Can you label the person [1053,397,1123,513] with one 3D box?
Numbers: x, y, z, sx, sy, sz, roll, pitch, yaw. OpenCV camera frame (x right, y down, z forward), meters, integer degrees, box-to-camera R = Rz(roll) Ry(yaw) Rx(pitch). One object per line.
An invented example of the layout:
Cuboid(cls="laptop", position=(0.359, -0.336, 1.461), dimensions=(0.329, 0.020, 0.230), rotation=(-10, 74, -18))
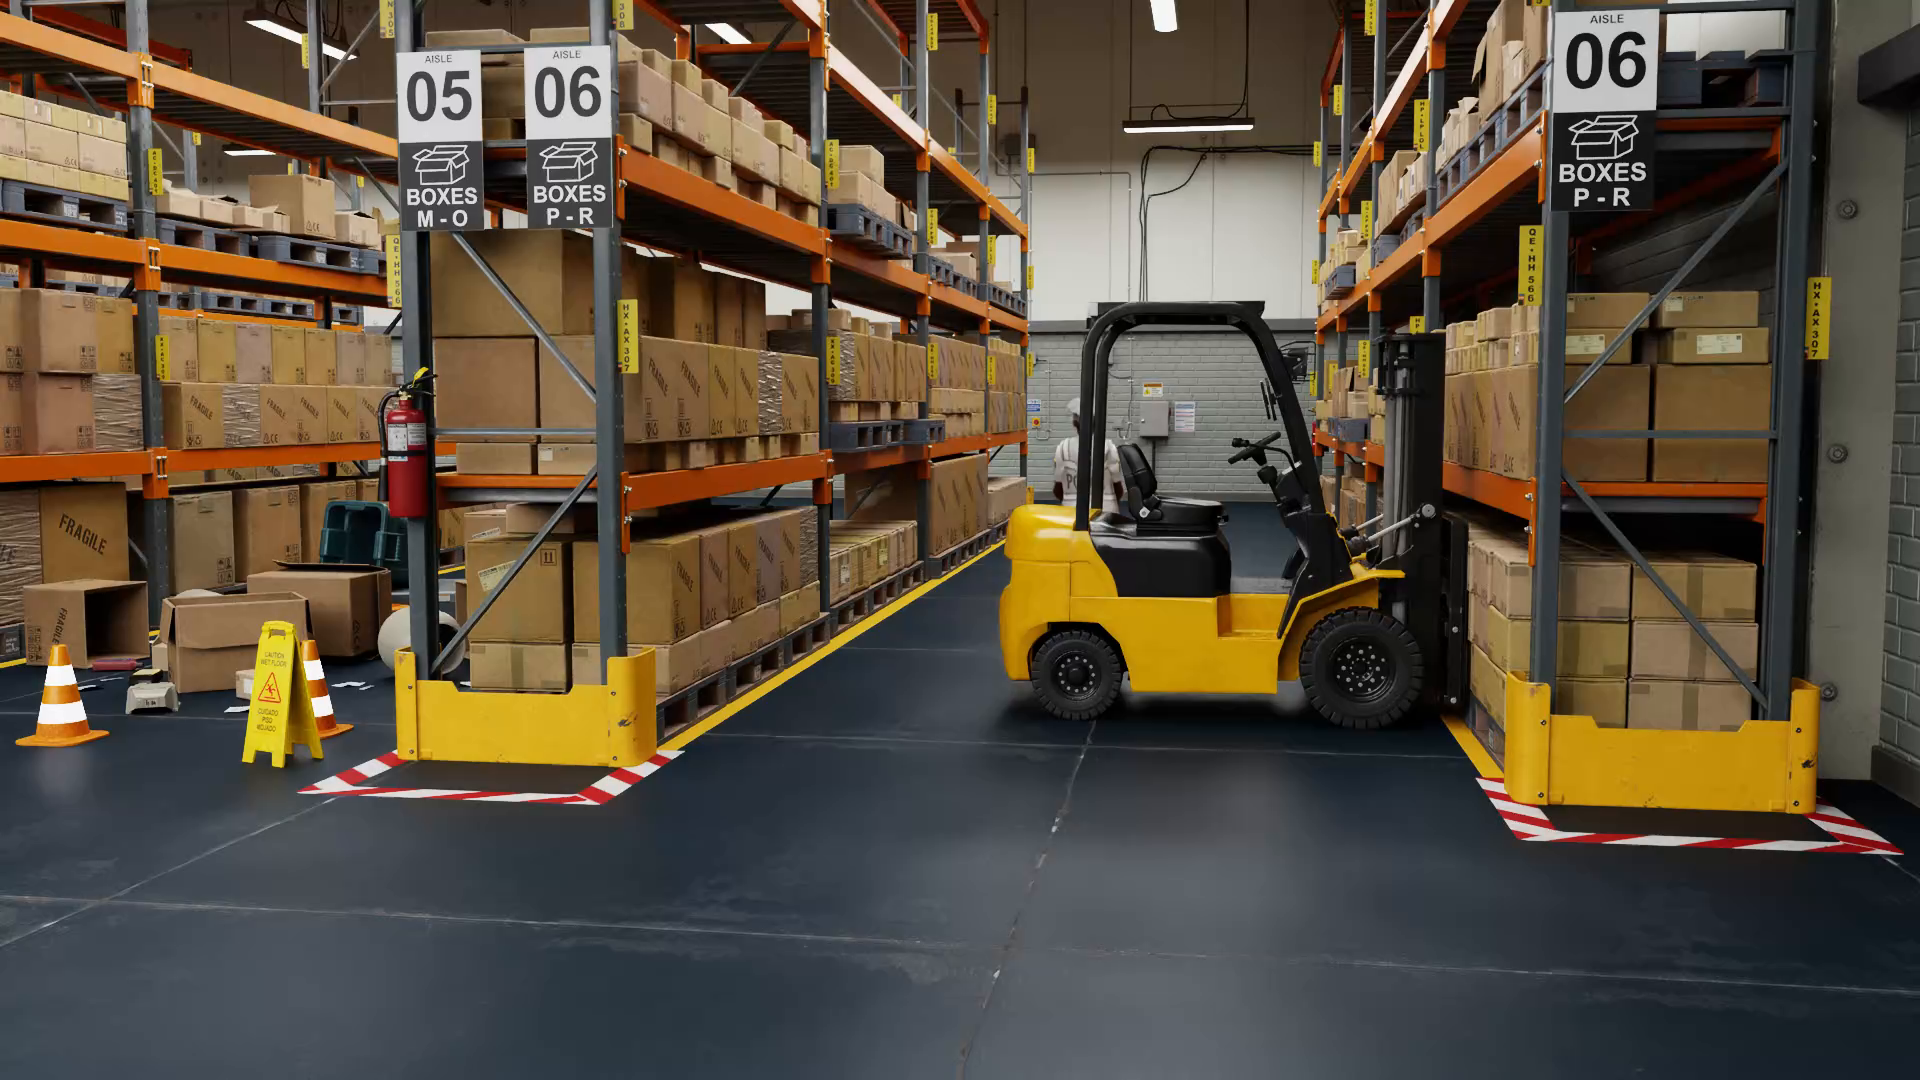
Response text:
Cuboid(cls="person", position=(0.860, -0.114, 11.116), dimensions=(0.464, 1.692, 0.507), rotation=(1, 5, 8))
